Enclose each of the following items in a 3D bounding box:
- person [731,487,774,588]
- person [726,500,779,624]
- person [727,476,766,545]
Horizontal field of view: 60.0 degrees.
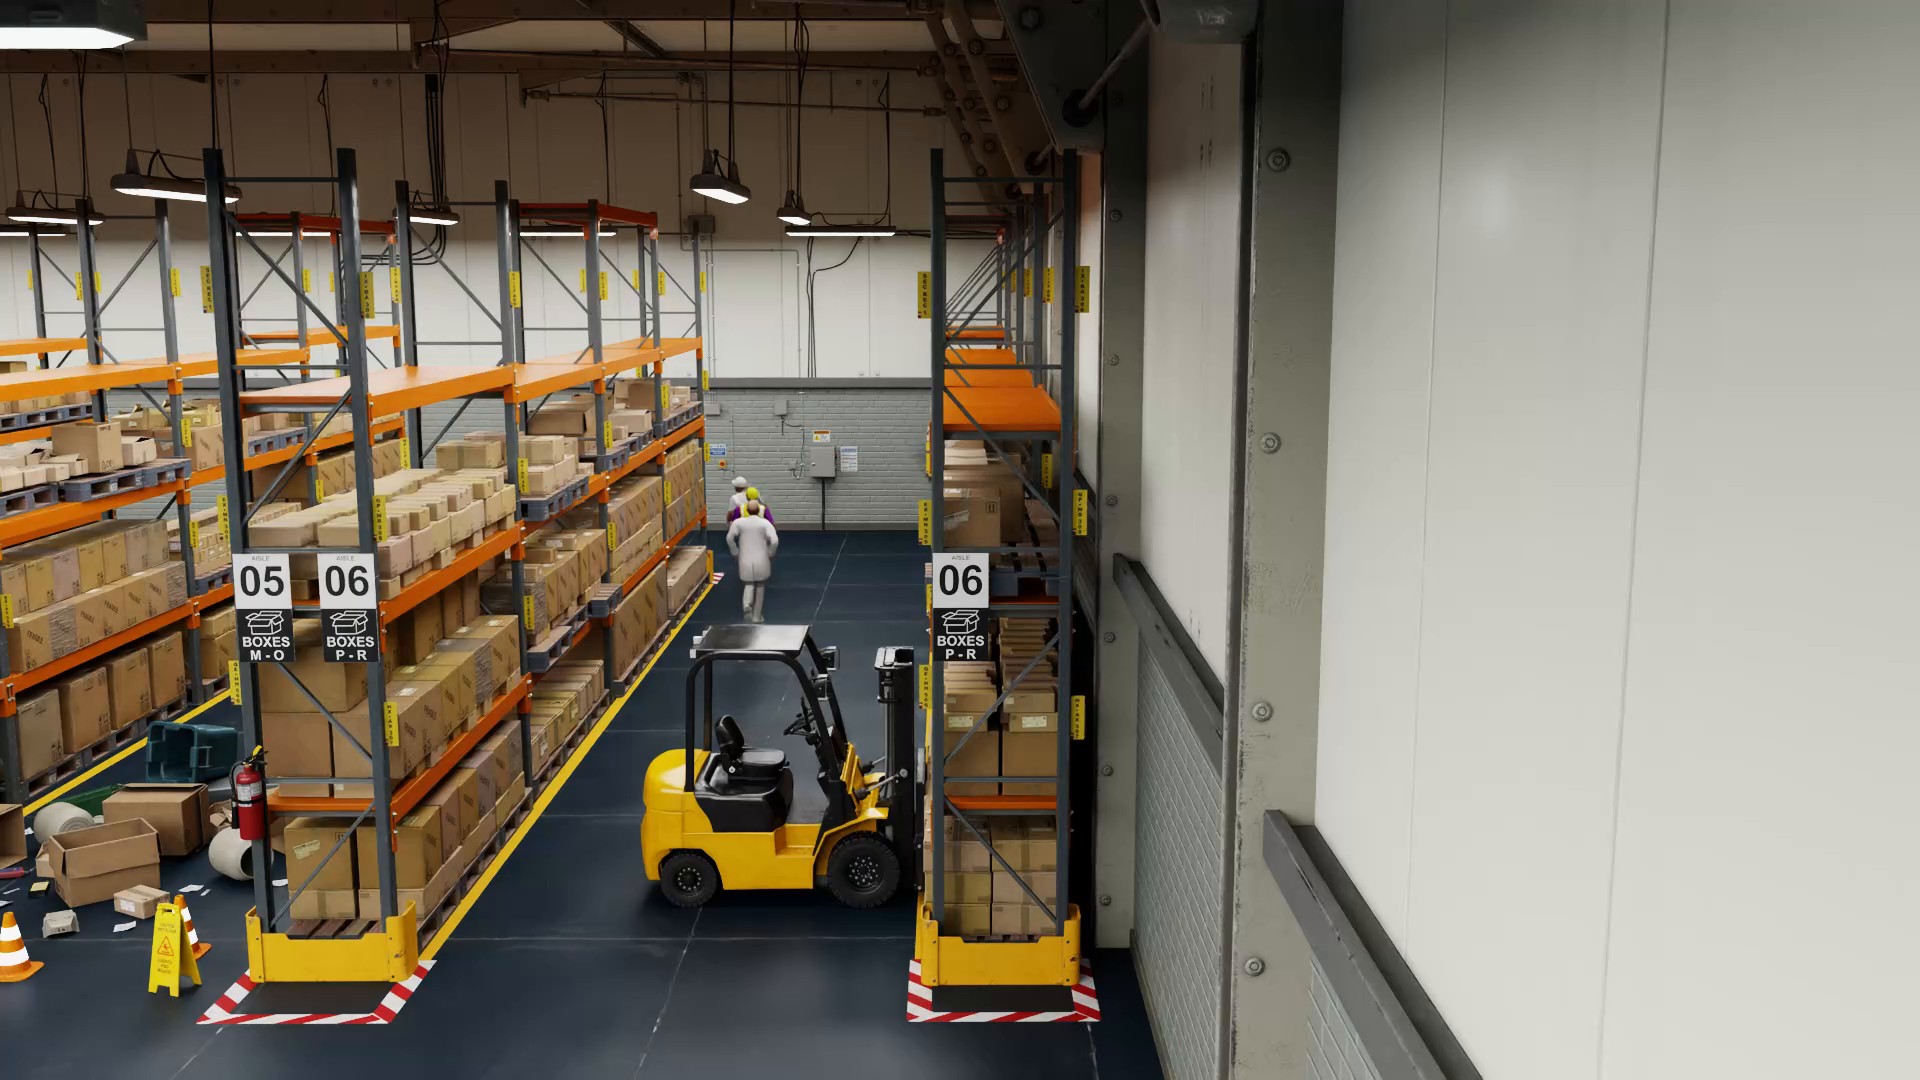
[{"bbox_3d":[-3.368,-0.012,27.007,0.696,1.716,0.607,-1,9,-7],"label":"person"},{"bbox_3d":[-2.891,0.315,23.237,0.736,1.758,0.663,0,9,1],"label":"person"},{"bbox_3d":[-3.676,-0.238,28.512,0.737,1.723,0.577,-9,13,-44],"label":"person"}]
